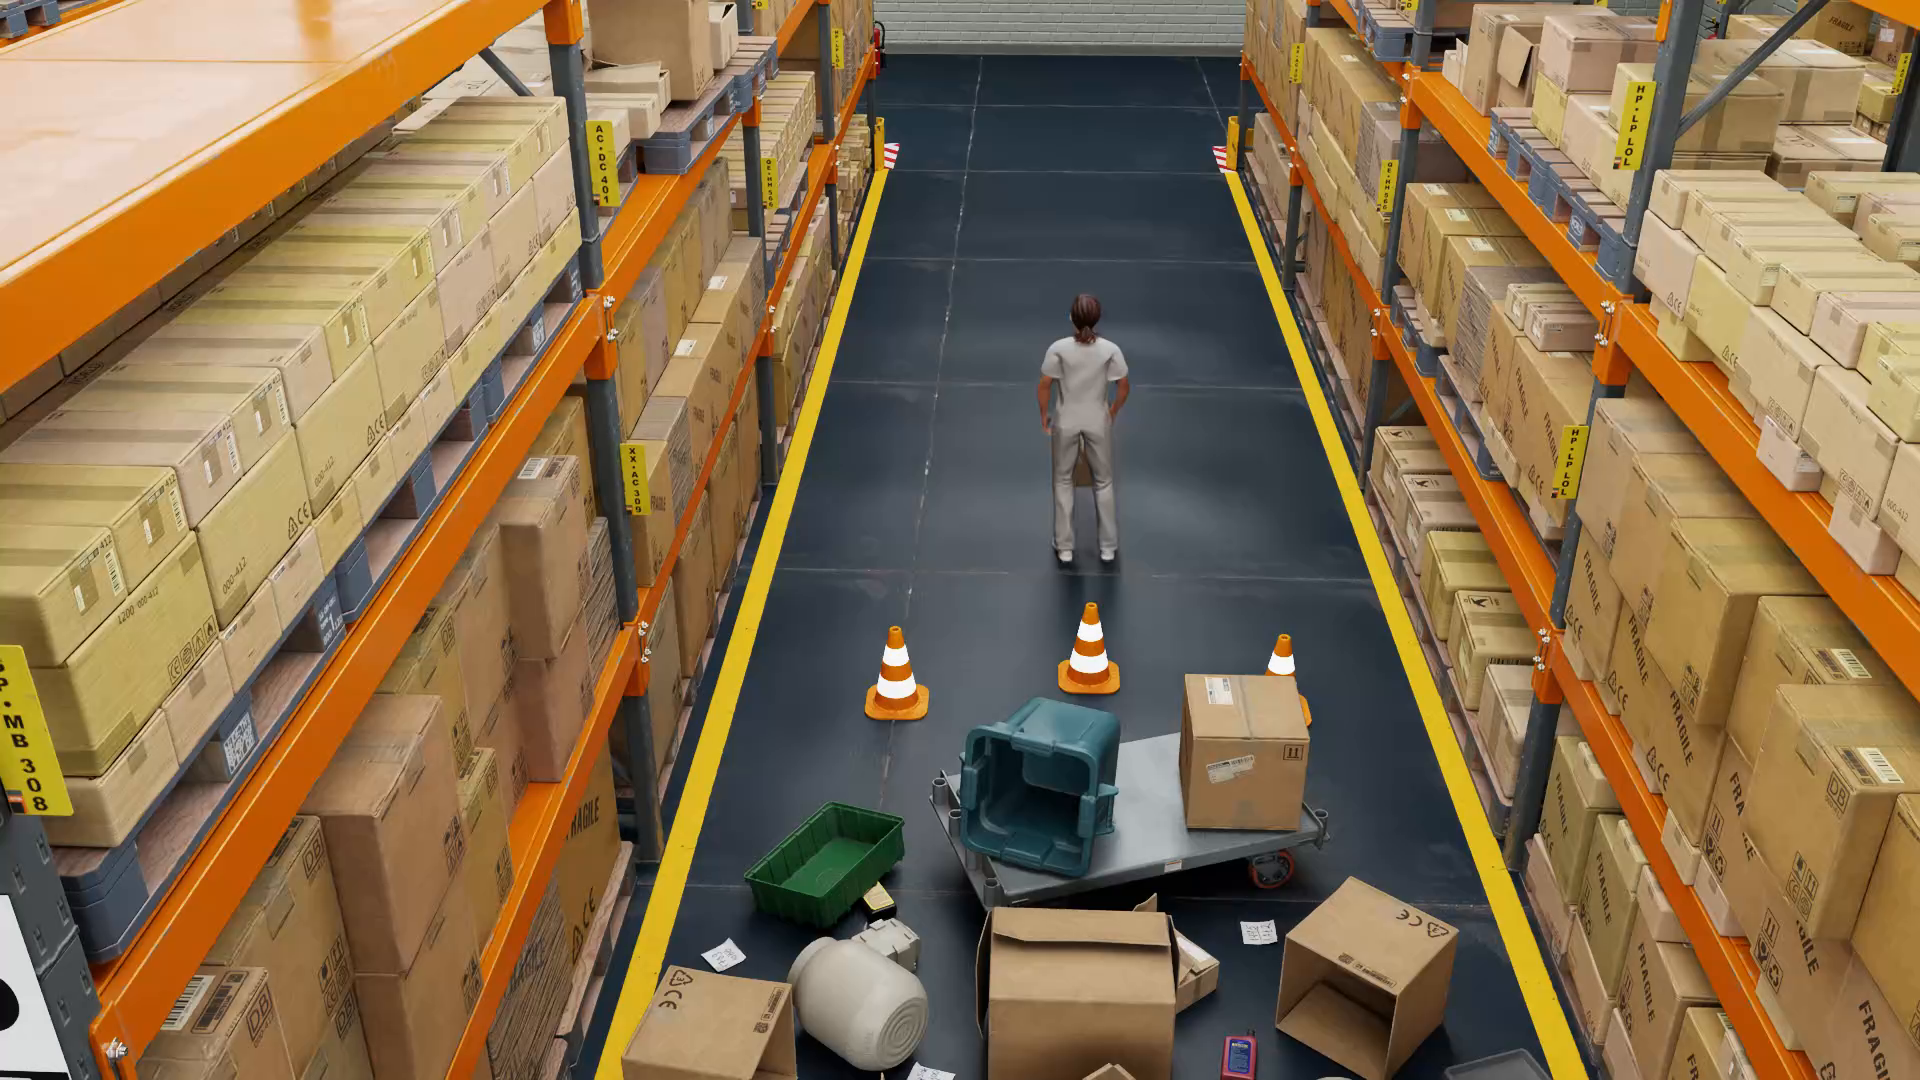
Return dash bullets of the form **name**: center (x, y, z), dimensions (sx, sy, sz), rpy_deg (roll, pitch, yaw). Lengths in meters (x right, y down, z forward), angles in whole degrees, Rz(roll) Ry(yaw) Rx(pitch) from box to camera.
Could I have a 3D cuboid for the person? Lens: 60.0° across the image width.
- **person**: center (0.745, -0.681, 10.140), dimensions (0.557, 1.653, 0.400), rpy_deg (1, 28, 2)
